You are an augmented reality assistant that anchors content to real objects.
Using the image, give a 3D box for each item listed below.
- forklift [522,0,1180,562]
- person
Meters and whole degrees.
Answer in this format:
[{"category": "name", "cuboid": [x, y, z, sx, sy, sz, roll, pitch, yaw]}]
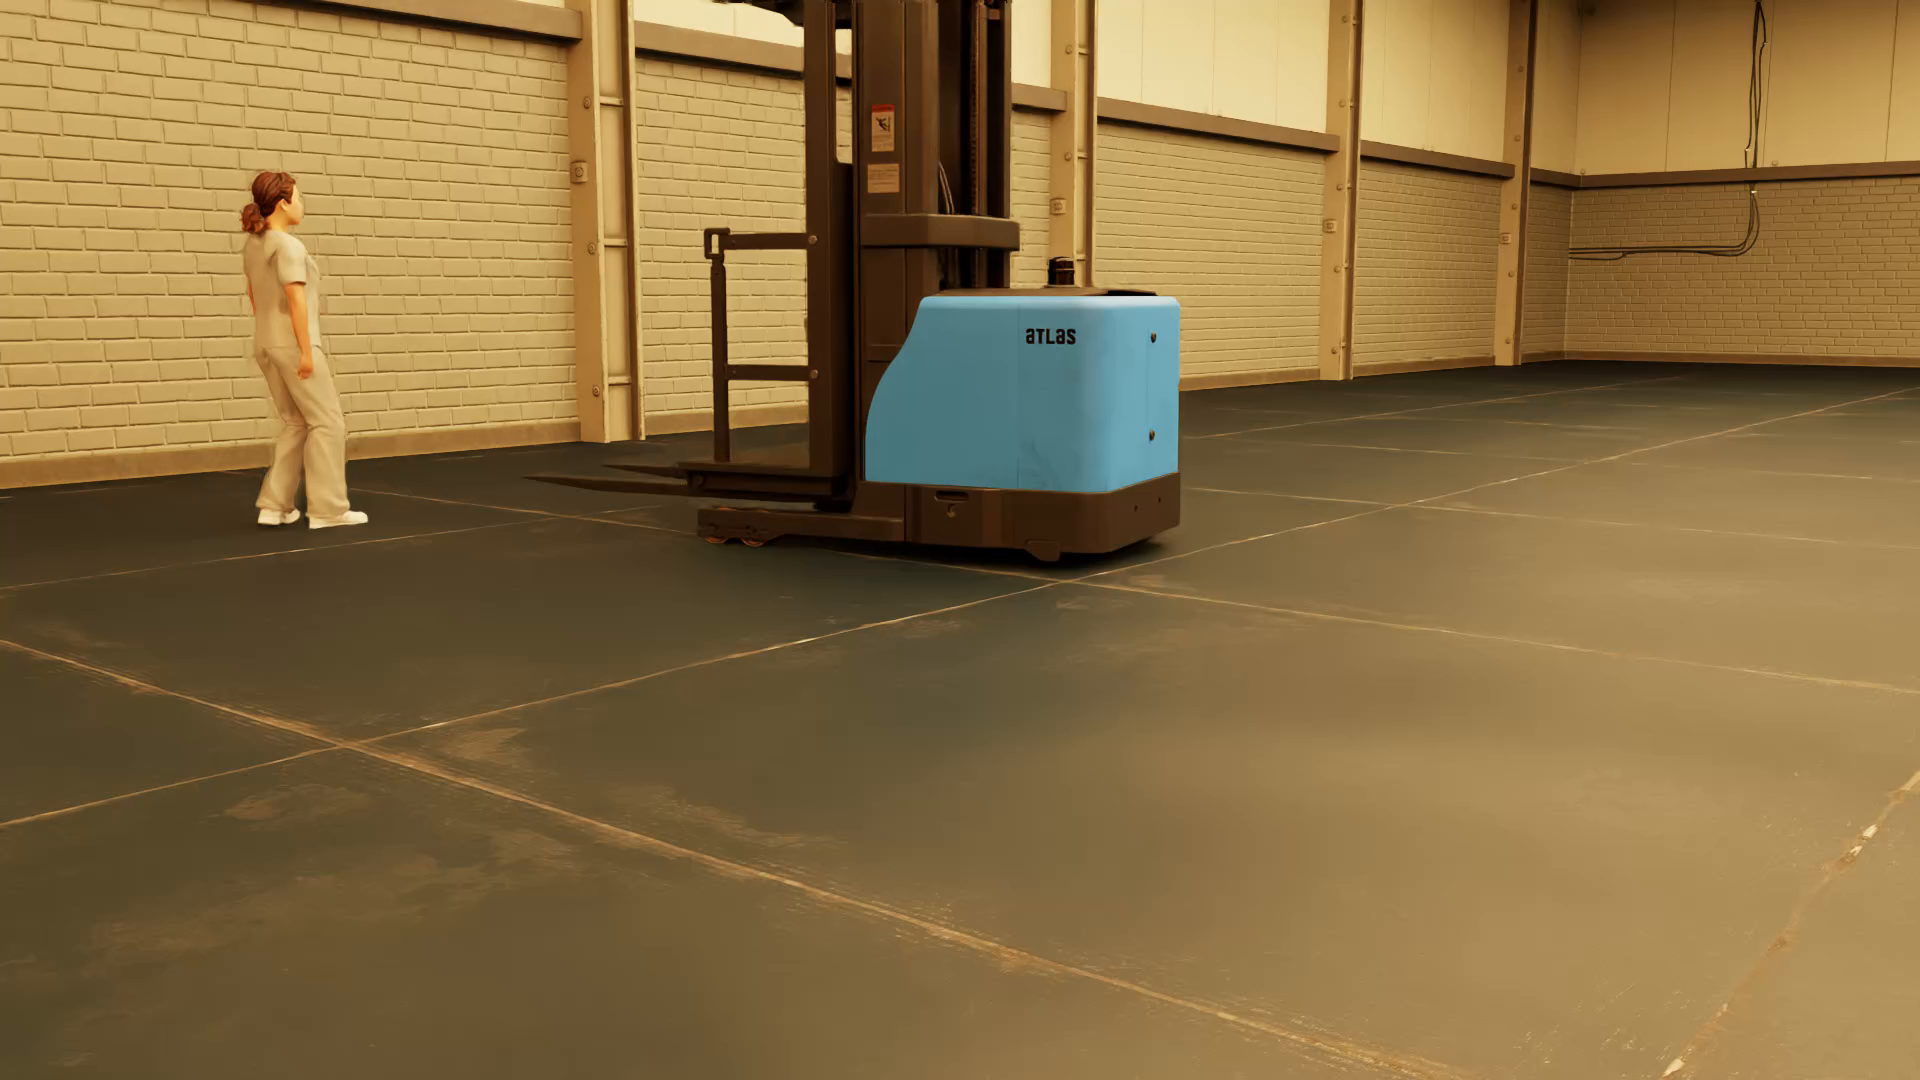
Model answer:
[{"category": "forklift", "cuboid": [-0.585, -1.482, 7.411, 3.031, 2.935, 1.130, 4, 9, 25]}, {"category": "person", "cuboid": [-3.119, -0.880, 7.834, 0.538, 1.661, 0.478, 8, 11, 43]}]
